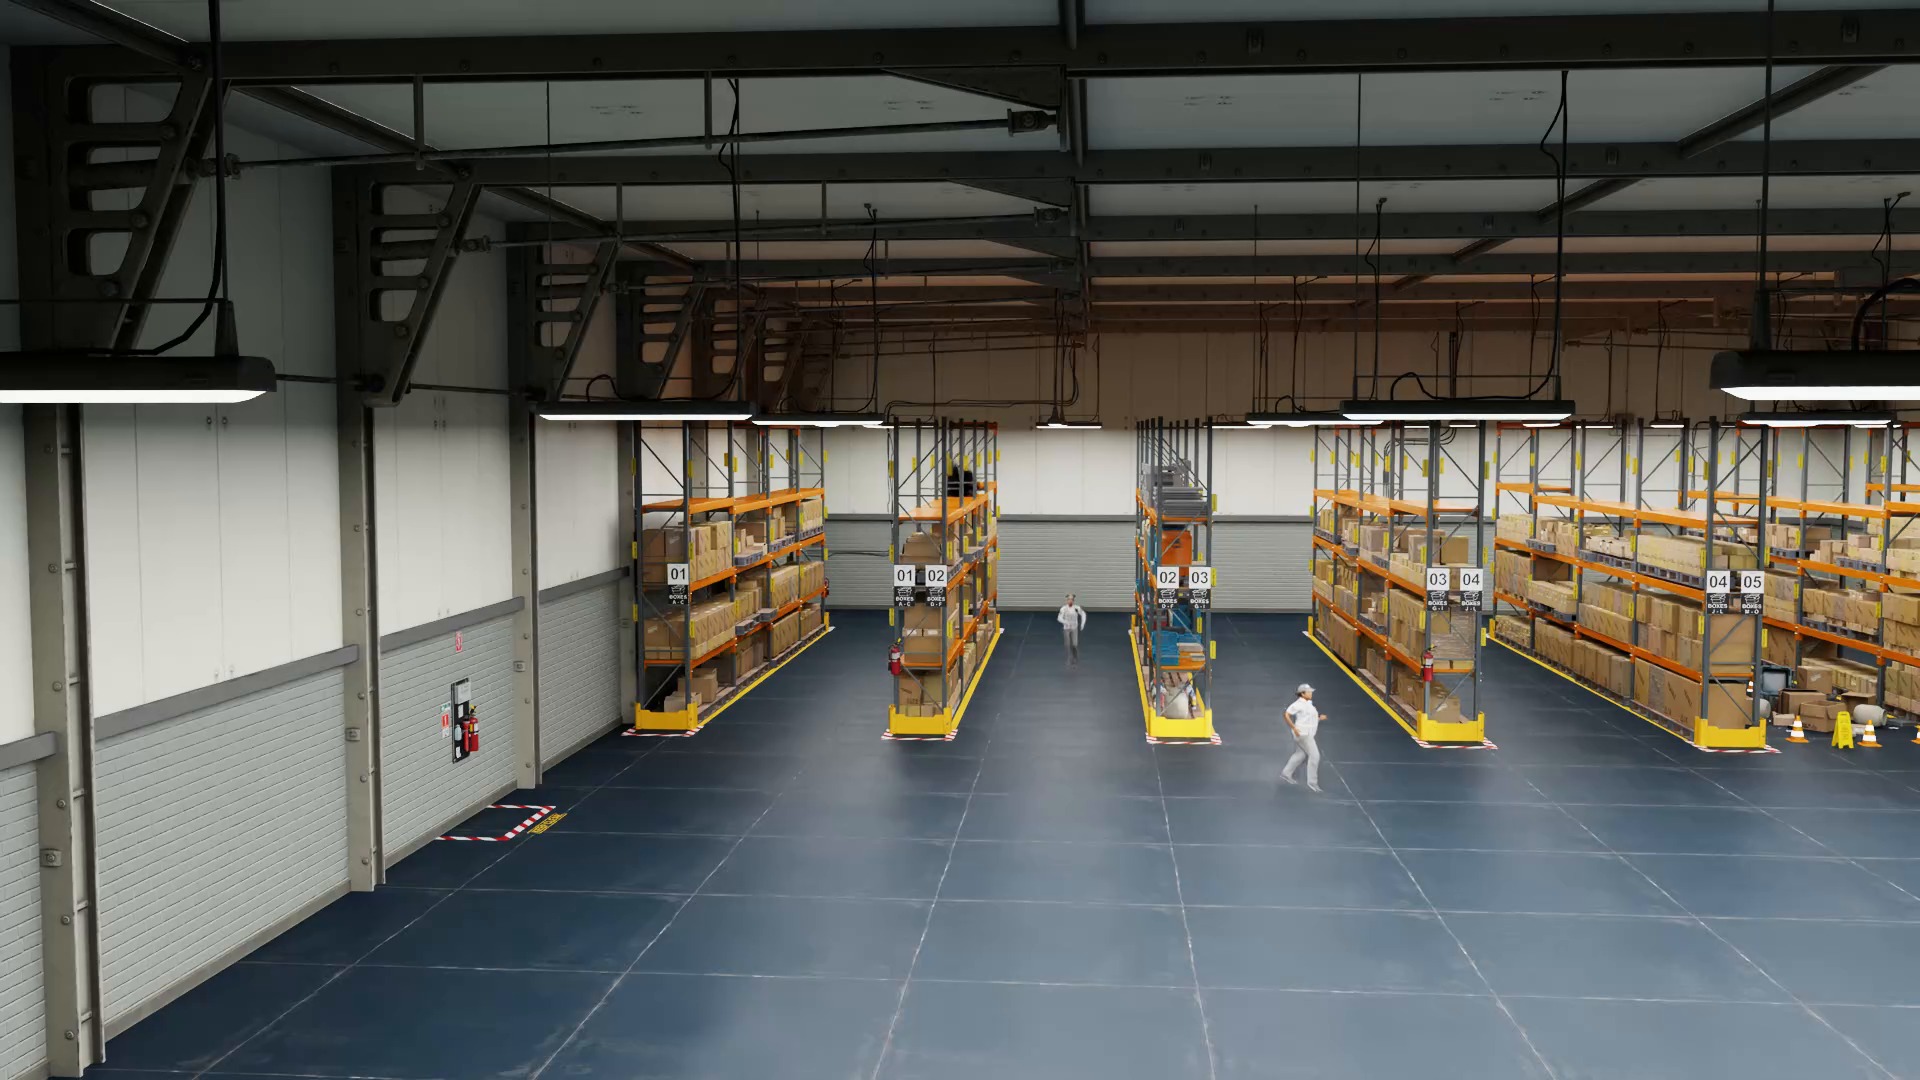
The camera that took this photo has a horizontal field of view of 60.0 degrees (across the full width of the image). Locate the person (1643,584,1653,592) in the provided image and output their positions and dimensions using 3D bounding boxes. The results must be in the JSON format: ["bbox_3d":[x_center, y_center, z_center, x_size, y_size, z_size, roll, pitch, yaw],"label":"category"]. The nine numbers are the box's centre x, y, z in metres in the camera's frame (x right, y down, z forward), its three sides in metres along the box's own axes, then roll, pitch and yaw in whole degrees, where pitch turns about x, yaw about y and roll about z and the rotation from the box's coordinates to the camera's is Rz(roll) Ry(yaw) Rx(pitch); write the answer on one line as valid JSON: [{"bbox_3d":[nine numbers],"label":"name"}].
[{"bbox_3d":[19.521,1.872,47.284,0.571,1.549,0.559,1,4,8],"label":"person"}]

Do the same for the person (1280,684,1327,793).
[{"bbox_3d":[5.480,3.159,26.576,0.764,1.729,0.579,2,4,24],"label":"person"}]

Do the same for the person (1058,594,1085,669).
[{"bbox_3d":[2.580,2.107,38.406,0.643,1.756,0.652,0,4,3],"label":"person"}]
